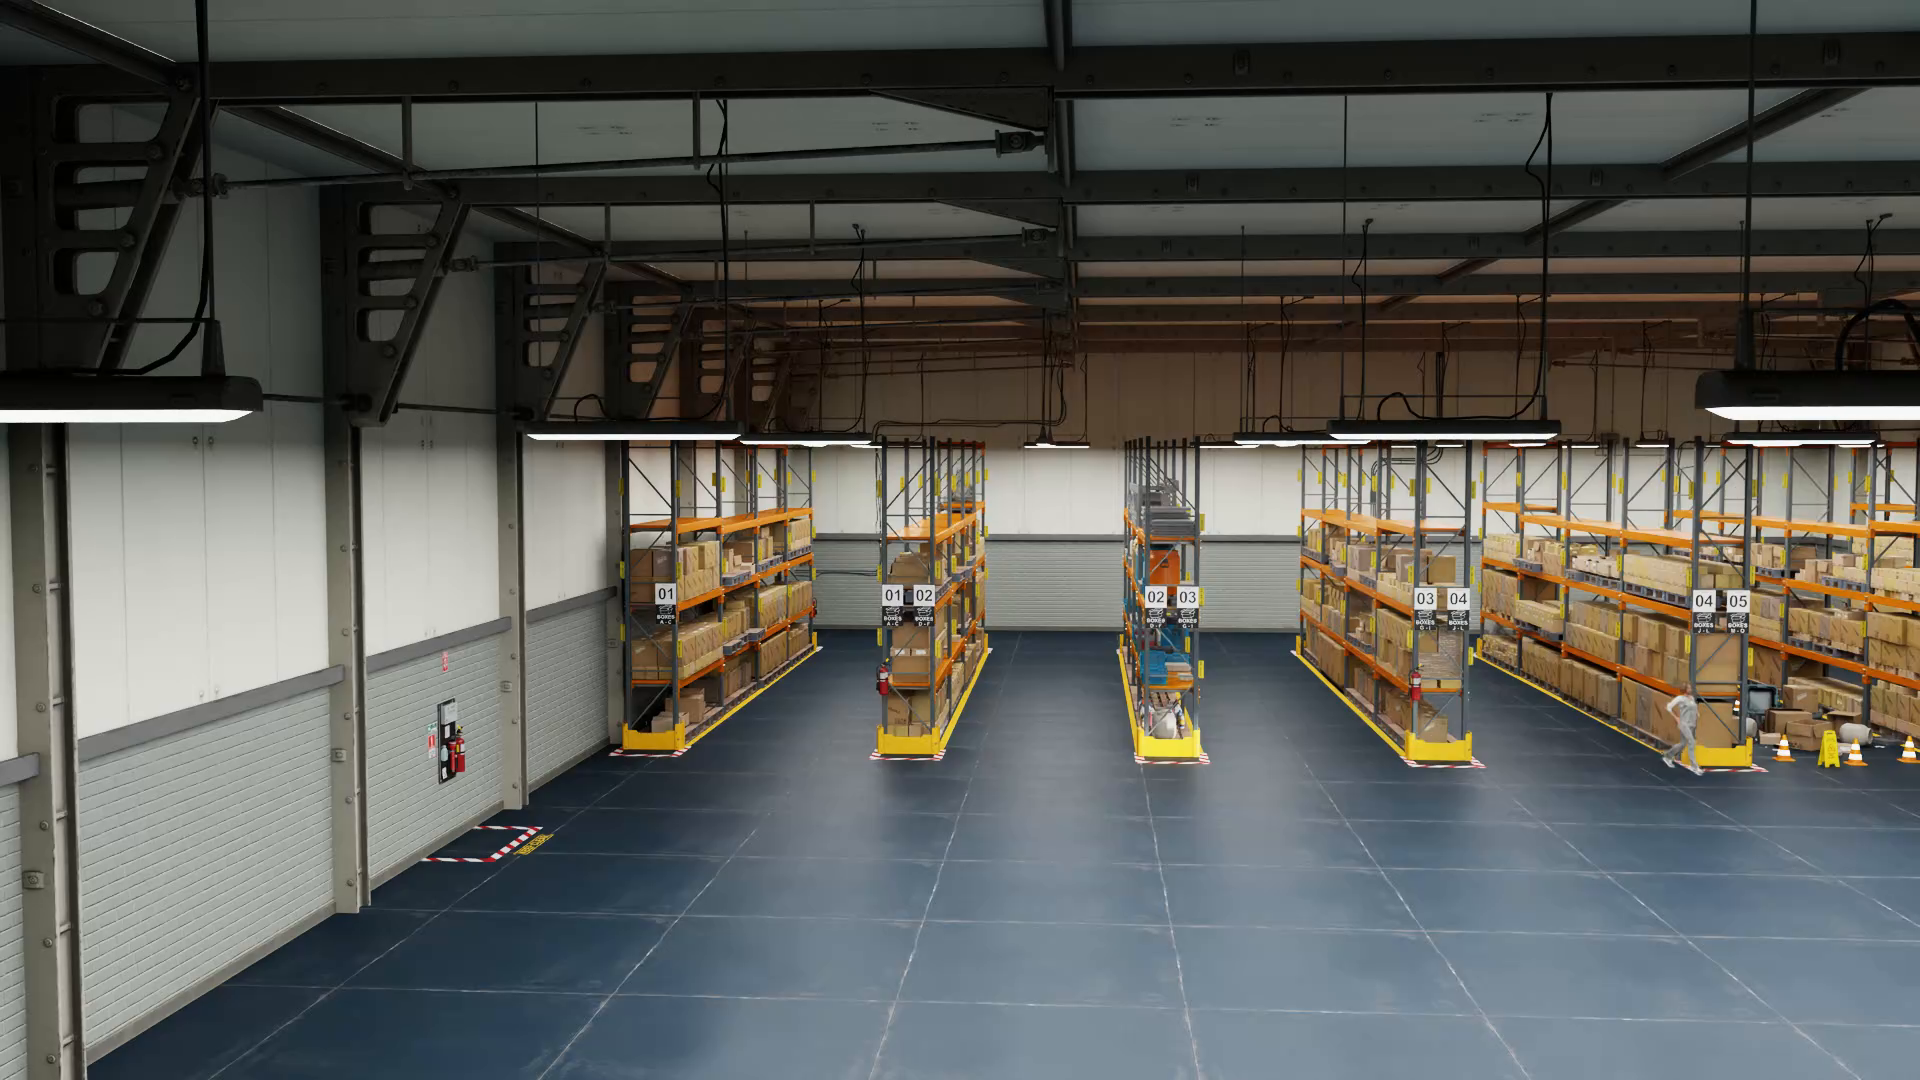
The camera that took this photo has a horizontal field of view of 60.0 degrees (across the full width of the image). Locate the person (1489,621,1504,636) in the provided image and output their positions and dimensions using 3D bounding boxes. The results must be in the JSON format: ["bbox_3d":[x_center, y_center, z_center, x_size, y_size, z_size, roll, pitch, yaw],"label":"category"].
[{"bbox_3d":[15.388,2.332,47.587,0.707,1.708,0.678,0,3,7],"label":"person"}]

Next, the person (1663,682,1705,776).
[{"bbox_3d":[12.937,3.335,29.634,0.581,1.610,0.810,-3,4,-40],"label":"person"}]
